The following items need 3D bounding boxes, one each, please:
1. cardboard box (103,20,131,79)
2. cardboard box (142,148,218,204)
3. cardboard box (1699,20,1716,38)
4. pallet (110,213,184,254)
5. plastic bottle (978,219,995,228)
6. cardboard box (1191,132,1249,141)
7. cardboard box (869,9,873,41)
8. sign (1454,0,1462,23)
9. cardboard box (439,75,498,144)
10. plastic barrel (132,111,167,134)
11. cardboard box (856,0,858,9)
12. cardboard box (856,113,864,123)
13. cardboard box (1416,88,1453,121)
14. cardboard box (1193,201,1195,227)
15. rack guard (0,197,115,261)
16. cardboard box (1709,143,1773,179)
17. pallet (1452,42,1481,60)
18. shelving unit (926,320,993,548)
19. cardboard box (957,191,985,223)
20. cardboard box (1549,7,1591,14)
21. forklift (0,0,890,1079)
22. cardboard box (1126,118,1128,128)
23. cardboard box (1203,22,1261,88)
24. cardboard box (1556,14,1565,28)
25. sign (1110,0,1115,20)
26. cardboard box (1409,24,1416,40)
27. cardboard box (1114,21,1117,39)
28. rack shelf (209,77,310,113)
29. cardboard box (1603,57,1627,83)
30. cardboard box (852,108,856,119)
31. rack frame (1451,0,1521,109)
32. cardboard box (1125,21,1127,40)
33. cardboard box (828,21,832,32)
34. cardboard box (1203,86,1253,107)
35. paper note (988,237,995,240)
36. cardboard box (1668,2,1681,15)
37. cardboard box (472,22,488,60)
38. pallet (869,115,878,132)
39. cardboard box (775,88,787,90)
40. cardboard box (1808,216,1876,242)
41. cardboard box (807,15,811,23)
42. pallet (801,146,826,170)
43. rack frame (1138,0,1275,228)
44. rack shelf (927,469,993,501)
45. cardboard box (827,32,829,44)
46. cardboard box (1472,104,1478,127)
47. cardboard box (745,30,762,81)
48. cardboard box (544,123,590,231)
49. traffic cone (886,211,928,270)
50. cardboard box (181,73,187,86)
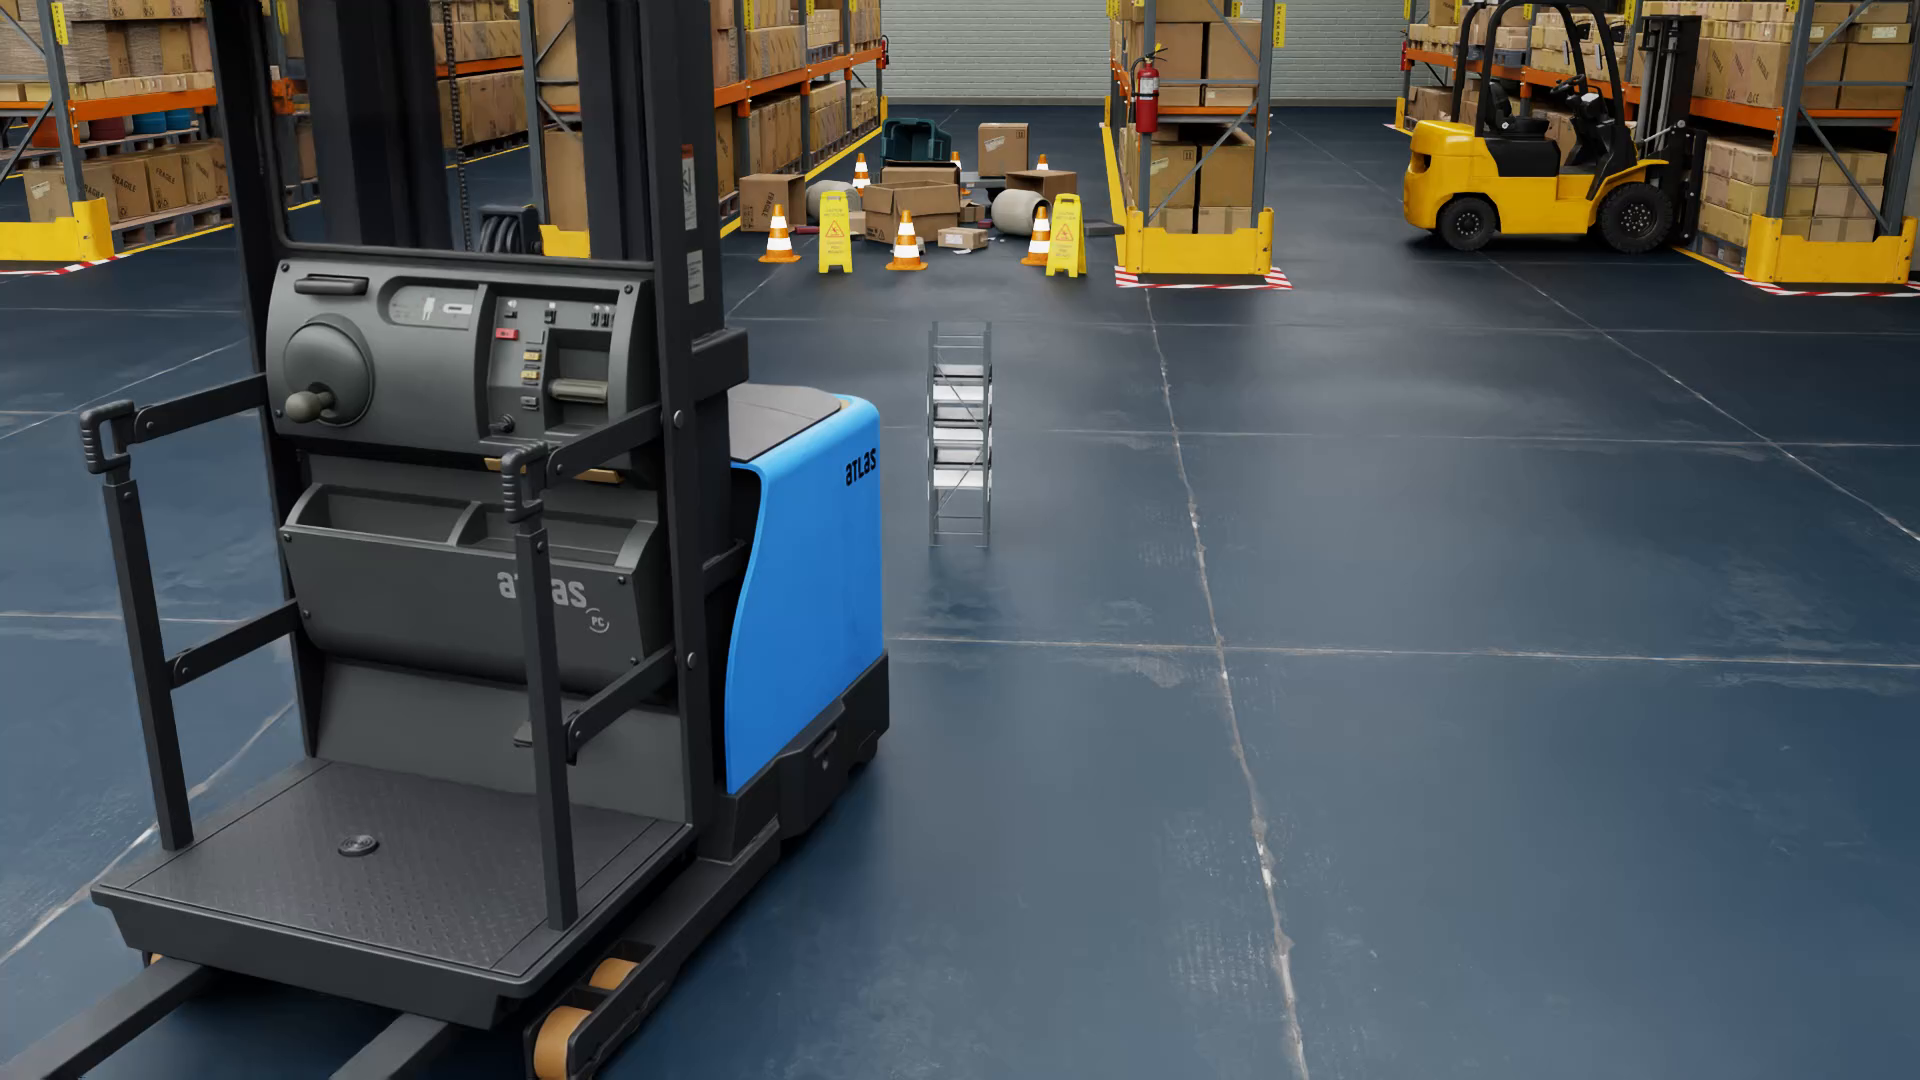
[{"bbox_3d":[-7.956,-4.358,14.769,0.875,0.500,0.500,1,18,4],"label":"cardboard box"},{"bbox_3d":[-7.720,-3.599,16.431,0.500,0.500,0.500,0,18,-1],"label":"cardboard box"},{"bbox_3d":[6.768,-4.536,14.746,0.380,0.149,0.250,1,18,3],"label":"cardboard box"},{"bbox_3d":[-7.840,-2.791,15.103,1.003,0.211,1.213,1,18,4],"label":"pallet"},{"bbox_3d":[0.269,-3.107,16.308,0.133,0.061,0.283,4,19,13],"label":"plastic bottle"},{"bbox_3d":[2.358,-3.439,15.139,0.500,0.500,0.500,2,18,5],"label":"cardboard box"},{"bbox_3d":[-1.696,-8.395,27.087,0.500,0.500,0.500,1,18,4],"label":"cardboard box"},{"bbox_3d":[7.215,-7.659,24.088,0.100,0.325,0.005,1,18,4],"label":"sign"},{"bbox_3d":[-7.224,-6.006,23.174,1.225,0.875,0.875,1,18,4],"label":"cardboard box"},{"bbox_3d":[-12.126,-6.493,24.616,0.600,0.901,0.708,1,18,4],"label":"plastic barrel"},{"bbox_3d":[-1.841,-8.386,25.455,0.500,0.500,0.500,1,18,2],"label":"cardboard box"},{"bbox_3d":[-1.740,-6.781,26.704,0.380,0.149,0.250,1,18,2],"label":"cardboard box"},{"bbox_3d":[7.805,-7.039,26.928,0.700,0.500,0.500,2,18,6],"label":"cardboard box"},{"bbox_3d":[2.323,-2.916,14.746,0.500,0.250,0.500,2,18,6],"label":"cardboard box"},{"bbox_3d":[-7.933,-2.677,14.290,1.175,0.500,0.348,1,18,4],"label":"rack guard"},{"bbox_3d":[6.649,-3.187,13.969,0.500,0.250,0.500,2,18,5],"label":"cardboard box"},{"bbox_3d":[7.591,-6.901,23.473,1.003,0.211,1.213,1,18,4],"label":"pallet"},{"bbox_3d":[0.001,-0.430,6.791,0.258,0.900,0.210,1,18,4],"label":"shelving unit"},{"bbox_3d":[0.033,-3.358,16.745,0.258,0.266,0.396,-13,22,-34],"label":"cardboard box"},{"bbox_3d":[7.663,-6.399,20.798,0.500,0.500,0.500,2,18,7],"label":"cardboard box"},{"bbox_3d":[-1.184,-0.399,3.432,1.130,2.935,3.031,6,19,19],"label":"forklift"},{"bbox_3d":[2.784,-6.062,23.344,0.875,0.875,0.875,2,18,6],"label":"cardboard box"},{"bbox_3d":[2.256,-3.950,13.522,0.500,0.500,0.500,1,18,3],"label":"cardboard box"},{"bbox_3d":[7.137,-6.014,19.257,0.380,0.149,0.250,1,18,5],"label":"cardboard box"},{"bbox_3d":[2.252,-7.808,24.417,0.100,0.325,0.005,1,18,4],"label":"sign"},{"bbox_3d":[7.743,-8.415,27.550,0.500,0.250,0.500,1,18,4],"label":"cardboard box"},{"bbox_3d":[2.493,-7.383,24.076,0.500,0.250,0.500,1,18,2],"label":"cardboard box"},{"bbox_3d":[-7.509,-5.363,19.628,1.077,0.370,4.000,1,18,4],"label":"rack shelf"},{"bbox_3d":[6.959,-4.844,17.130,0.500,0.250,0.500,2,18,5],"label":"cardboard box"},{"bbox_3d":[-1.794,-6.518,25.424,0.380,0.149,0.250,2,18,6],"label":"cardboard box"},{"bbox_3d":[7.757,-7.238,24.194,1.000,3.000,0.127,1,18,4],"label":"rack frame"},{"bbox_3d":[2.226,-6.197,19.704,0.500,0.500,0.500,2,18,7],"label":"cardboard box"},{"bbox_3d":[-2.024,-7.276,23.562,0.380,0.149,0.250,1,18,2],"label":"cardboard box"},{"bbox_3d":[2.176,-3.602,13.501,0.380,0.149,0.250,1,18,4],"label":"cardboard box"},{"bbox_3d":[0.238,-2.802,15.445,0.148,0.019,0.142,8,20,23],"label":"paper note"},{"bbox_3d":[6.806,-4.917,15.433,0.380,0.149,0.250,2,18,5],"label":"cardboard box"},{"bbox_3d":[-6.953,-6.993,23.287,0.500,0.500,0.500,1,18,4],"label":"cardboard box"},{"bbox_3d":[-1.951,-7.068,28.156,1.003,0.211,1.213,1,18,4],"label":"pallet"},{"bbox_3d":[-2.613,-5.927,22.331,0.500,0.250,0.500,2,18,5],"label":"cardboard box"},{"bbox_3d":[7.127,-2.552,13.634,0.500,0.250,0.500,1,18,4],"label":"cardboard box"},{"bbox_3d":[-2.160,-6.846,21.771,0.380,0.149,0.250,1,18,4],"label":"cardboard box"},{"bbox_3d":[-2.368,-5.102,22.153,1.003,0.211,1.213,1,18,4],"label":"pallet"},{"bbox_3d":[1.946,-3.620,13.154,1.000,3.000,0.127,1,18,4],"label":"rack frame"},{"bbox_3d":[0.001,-0.227,6.857,0.258,0.077,0.200,1,18,4],"label":"rack shelf"},{"bbox_3d":[-2.040,-7.056,23.369,0.380,0.149,0.250,1,18,2],"label":"cardboard box"},{"bbox_3d":[7.429,-5.784,23.096,0.500,0.500,0.500,1,18,2],"label":"cardboard box"},{"bbox_3d":[-2.406,-5.146,17.651,0.500,0.500,0.500,1,18,5],"label":"cardboard box"},{"bbox_3d":[-3.016,-3.101,14.308,0.875,0.875,0.875,1,18,4],"label":"cardboard box"},{"bbox_3d":[-0.442,-2.496,13.798,0.336,0.463,0.334,1,18,4],"label":"traffic cone"},{"bbox_3d":[-7.591,-4.350,15.783,0.380,0.149,0.250,1,18,4],"label":"cardboard box"}]
